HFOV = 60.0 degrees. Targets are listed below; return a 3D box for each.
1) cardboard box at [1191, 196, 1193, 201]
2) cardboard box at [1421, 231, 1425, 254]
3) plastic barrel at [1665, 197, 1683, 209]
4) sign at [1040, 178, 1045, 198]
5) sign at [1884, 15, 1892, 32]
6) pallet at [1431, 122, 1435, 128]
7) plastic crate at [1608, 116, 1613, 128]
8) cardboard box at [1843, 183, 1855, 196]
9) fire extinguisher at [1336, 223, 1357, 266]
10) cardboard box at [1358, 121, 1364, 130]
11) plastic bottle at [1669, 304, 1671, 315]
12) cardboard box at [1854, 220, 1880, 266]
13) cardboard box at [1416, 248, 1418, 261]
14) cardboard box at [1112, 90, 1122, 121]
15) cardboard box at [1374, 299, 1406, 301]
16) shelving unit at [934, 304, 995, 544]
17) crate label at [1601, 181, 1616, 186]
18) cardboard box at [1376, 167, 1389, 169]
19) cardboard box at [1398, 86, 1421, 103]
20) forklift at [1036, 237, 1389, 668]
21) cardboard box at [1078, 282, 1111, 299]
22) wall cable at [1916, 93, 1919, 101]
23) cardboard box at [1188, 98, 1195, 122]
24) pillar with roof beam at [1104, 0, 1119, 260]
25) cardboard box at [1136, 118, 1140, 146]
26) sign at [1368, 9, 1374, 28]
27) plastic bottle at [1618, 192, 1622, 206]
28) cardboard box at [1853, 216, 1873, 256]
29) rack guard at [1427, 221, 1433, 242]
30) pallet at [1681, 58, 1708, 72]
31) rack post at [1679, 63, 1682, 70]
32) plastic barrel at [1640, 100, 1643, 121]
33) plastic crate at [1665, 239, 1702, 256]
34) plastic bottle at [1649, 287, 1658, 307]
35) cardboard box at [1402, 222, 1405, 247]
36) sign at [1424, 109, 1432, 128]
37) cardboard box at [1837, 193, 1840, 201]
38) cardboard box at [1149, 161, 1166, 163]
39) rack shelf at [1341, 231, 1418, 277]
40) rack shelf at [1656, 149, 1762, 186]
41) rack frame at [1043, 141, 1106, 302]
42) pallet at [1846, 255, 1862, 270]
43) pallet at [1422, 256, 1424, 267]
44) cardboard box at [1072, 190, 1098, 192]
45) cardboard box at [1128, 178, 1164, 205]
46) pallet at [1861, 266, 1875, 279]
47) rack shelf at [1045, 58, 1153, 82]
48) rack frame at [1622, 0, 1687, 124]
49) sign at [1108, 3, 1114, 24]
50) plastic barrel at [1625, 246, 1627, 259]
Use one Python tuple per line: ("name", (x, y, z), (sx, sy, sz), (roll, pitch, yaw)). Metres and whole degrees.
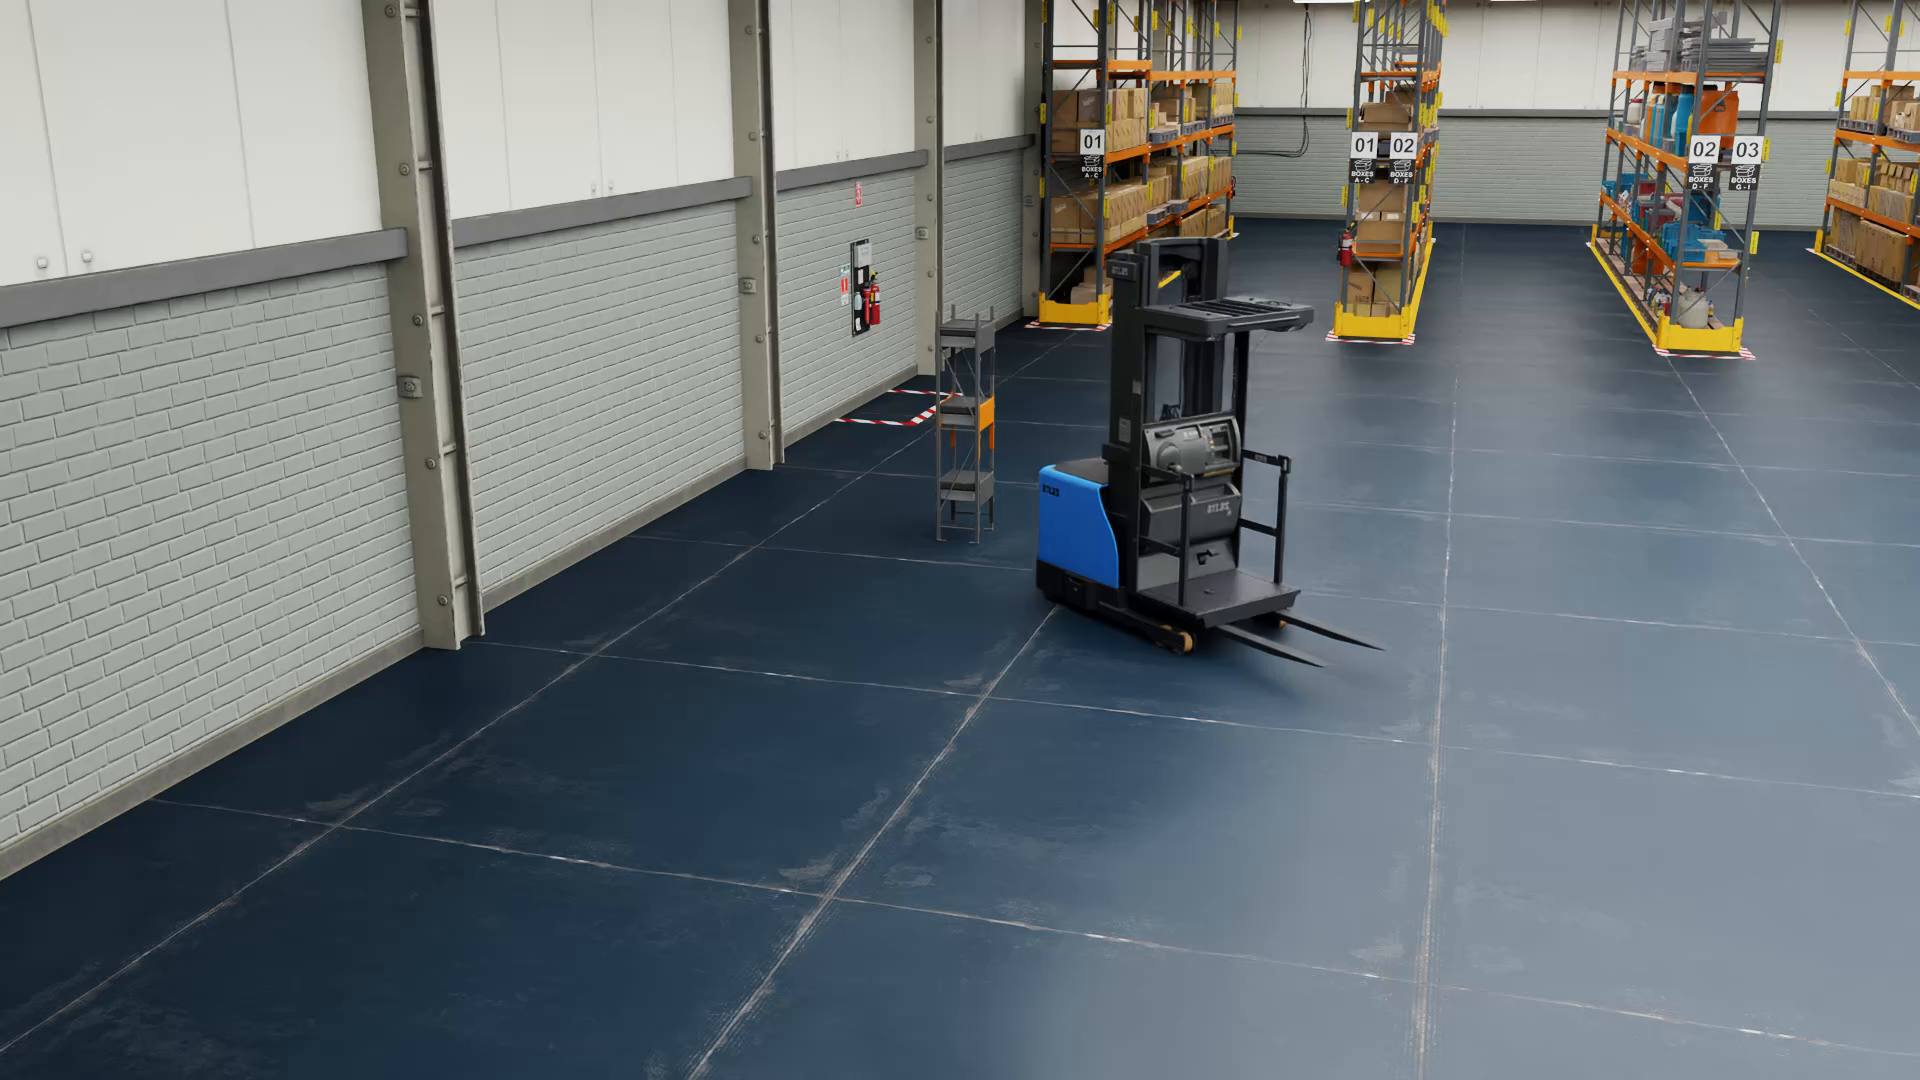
("cardboard box", (5.006, -7.668, 37.210), (0.380, 0.149, 0.250), (5, 17, 18))
("cardboard box", (9.914, -6.502, 36.450), (0.500, 0.500, 0.500), (5, 17, 17))
("plastic barrel", (13.595, -6.240, 31.548), (0.421, 0.512, 0.421), (0, 16, 0))
("sign", (1.384, -5.905, 27.870), (0.100, 0.325, 0.005), (5, 16, 16))
("sign", (19.043, -10.596, 34.113), (0.100, 0.325, 0.005), (5, 16, 16))
("pallet", (9.818, -9.091, 36.652), (1.213, 0.211, 1.003), (5, 16, 16))
("plastic crate", (15.579, -9.866, 39.280), (0.497, 0.269, 0.590), (5, 16, 16))
("cardboard box", (19.878, -7.743, 36.780), (0.500, 0.250, 0.500), (4, 16, 15))
("fire extinguisher", (6.182, -4.732, 26.578), (0.296, 0.674, 0.183), (5, 16, 16))
("cardboard box", (6.735, -6.726, 27.219), (0.500, 0.250, 0.500), (5, 16, 16))
("plastic bottle", (11.773, -3.854, 27.664), (0.097, 0.201, 0.097), (0, 16, 0))
("cardboard box", (19.405, -6.145, 34.543), (1.225, 0.875, 0.875), (5, 16, 16))
("cardboard box", (8.734, -5.582, 32.674), (0.500, 0.311, 0.500), (5, 16, 16))
("cardboard box", (2.444, -7.338, 28.076), (0.500, 0.500, 0.500), (4, 16, 15))
("cardboard box", (7.165, -3.898, 27.764), (0.500, 0.250, 0.500), (5, 16, 16))
("shelving unit", (0.047, -1.053, 15.116), (0.431, 2.100, 0.503), (5, 16, 16))
("crate label", (15.570, -8.474, 39.827), (0.416, 0.233, 0.303), (5, 16, 16))
("cardboard box", (7.677, -6.366, 29.637), (0.700, 0.500, 0.500), (5, 17, 16))
("cardboard box", (9.354, -9.210, 34.711), (0.500, 0.500, 0.500), (5, 16, 16))
("forklift", (1.885, -0.717, 12.406), (1.130, 2.935, 3.031), (-11, 19, -34))
("cardboard box", (2.355, -4.389, 29.347), (0.500, 0.311, 0.500), (6, 17, 20))
("wall cable", (25.616, -13.827, 41.612), (2.277, 5.999, 0.120), (5, 16, 16))
("cardboard box", (4.869, -9.617, 37.173), (0.700, 0.500, 0.500), (4, 16, 15))
("pillar with roof beam", (7.112, -9.520, 32.321), (9.100, 9.000, 0.400), (5, 16, 16))
("cardboard box", (2.984, -7.412, 30.168), (0.500, 0.500, 0.500), (3, 16, 11))
("sign", (7.274, -9.223, 29.420), (0.100, 0.325, 0.005), (5, 16, 16))
("plastic bottle", (14.268, -7.365, 35.932), (0.061, 0.283, 0.133), (5, 16, 16))
("cardboard box", (19.832, -6.481, 35.726), (0.875, 0.875, 0.875), (5, 16, 16))
("rack guard", (11.186, -7.728, 41.579), (1.175, 0.500, 0.348), (5, 16, 16))
("pallet", (11.993, -7.490, 26.246), (1.003, 0.211, 1.213), (5, 16, 16))
("rack post", (14.366, -9.625, 33.608), (0.937, 0.300, 0.954), (7, 17, 22))
("plastic barrel", (14.042, -8.658, 33.762), (0.433, 0.535, 0.433), (0, 16, 0))
("plastic crate", (11.454, -4.631, 26.353), (0.499, 0.251, 0.408), (5, 16, 16))
("plastic bottle", (11.865, -4.134, 28.378), (0.144, 0.351, 0.185), (4, 16, 14))
("cardboard box", (6.950, -5.071, 27.449), (0.700, 0.500, 0.500), (5, 17, 17))
("sign", (8.330, -7.498, 29.598), (0.100, 0.325, 0.005), (5, 16, 16))
("cardboard box", (19.997, -7.724, 37.445), (0.380, 0.149, 0.250), (4, 16, 15))
("cardboard box", (4.214, -8.076, 36.086), (0.500, 0.250, 0.500), (4, 16, 14))
("rack shelf", (7.229, -4.941, 28.493), (1.077, 0.370, 4.000), (5, 16, 16))
("rack shelf", (11.977, -5.999, 26.726), (1.077, 0.370, 4.000), (5, 16, 16))
("rack frame", (1.910, -5.147, 27.900), (1.000, 3.000, 0.127), (5, 16, 16))
("pallet", (19.859, -5.986, 35.967), (1.003, 0.211, 1.213), (5, 16, 16))
("pallet", (9.531, -6.026, 36.109), (1.003, 0.211, 1.213), (5, 16, 16))
("cardboard box", (2.279, -5.984, 29.713), (0.500, 0.500, 0.500), (5, 17, 17))
("cardboard box", (3.727, -7.049, 33.614), (0.700, 0.500, 0.500), (5, 16, 16))
("pallet", (19.421, -5.585, 34.555), (1.003, 0.211, 1.213), (5, 16, 16))
("rack shelf", (2.479, -8.209, 29.025), (1.077, 0.370, 4.000), (5, 16, 16))
("rack frame", (14.819, -10.405, 35.442), (1.000, 3.000, 0.127), (5, 16, 16))
("sign", (2.430, -8.479, 26.795), (0.100, 0.325, 0.005), (5, 16, 16))
("plastic barrel", (14.201, -6.057, 34.896), (0.421, 0.512, 0.421), (0, 16, 0))
